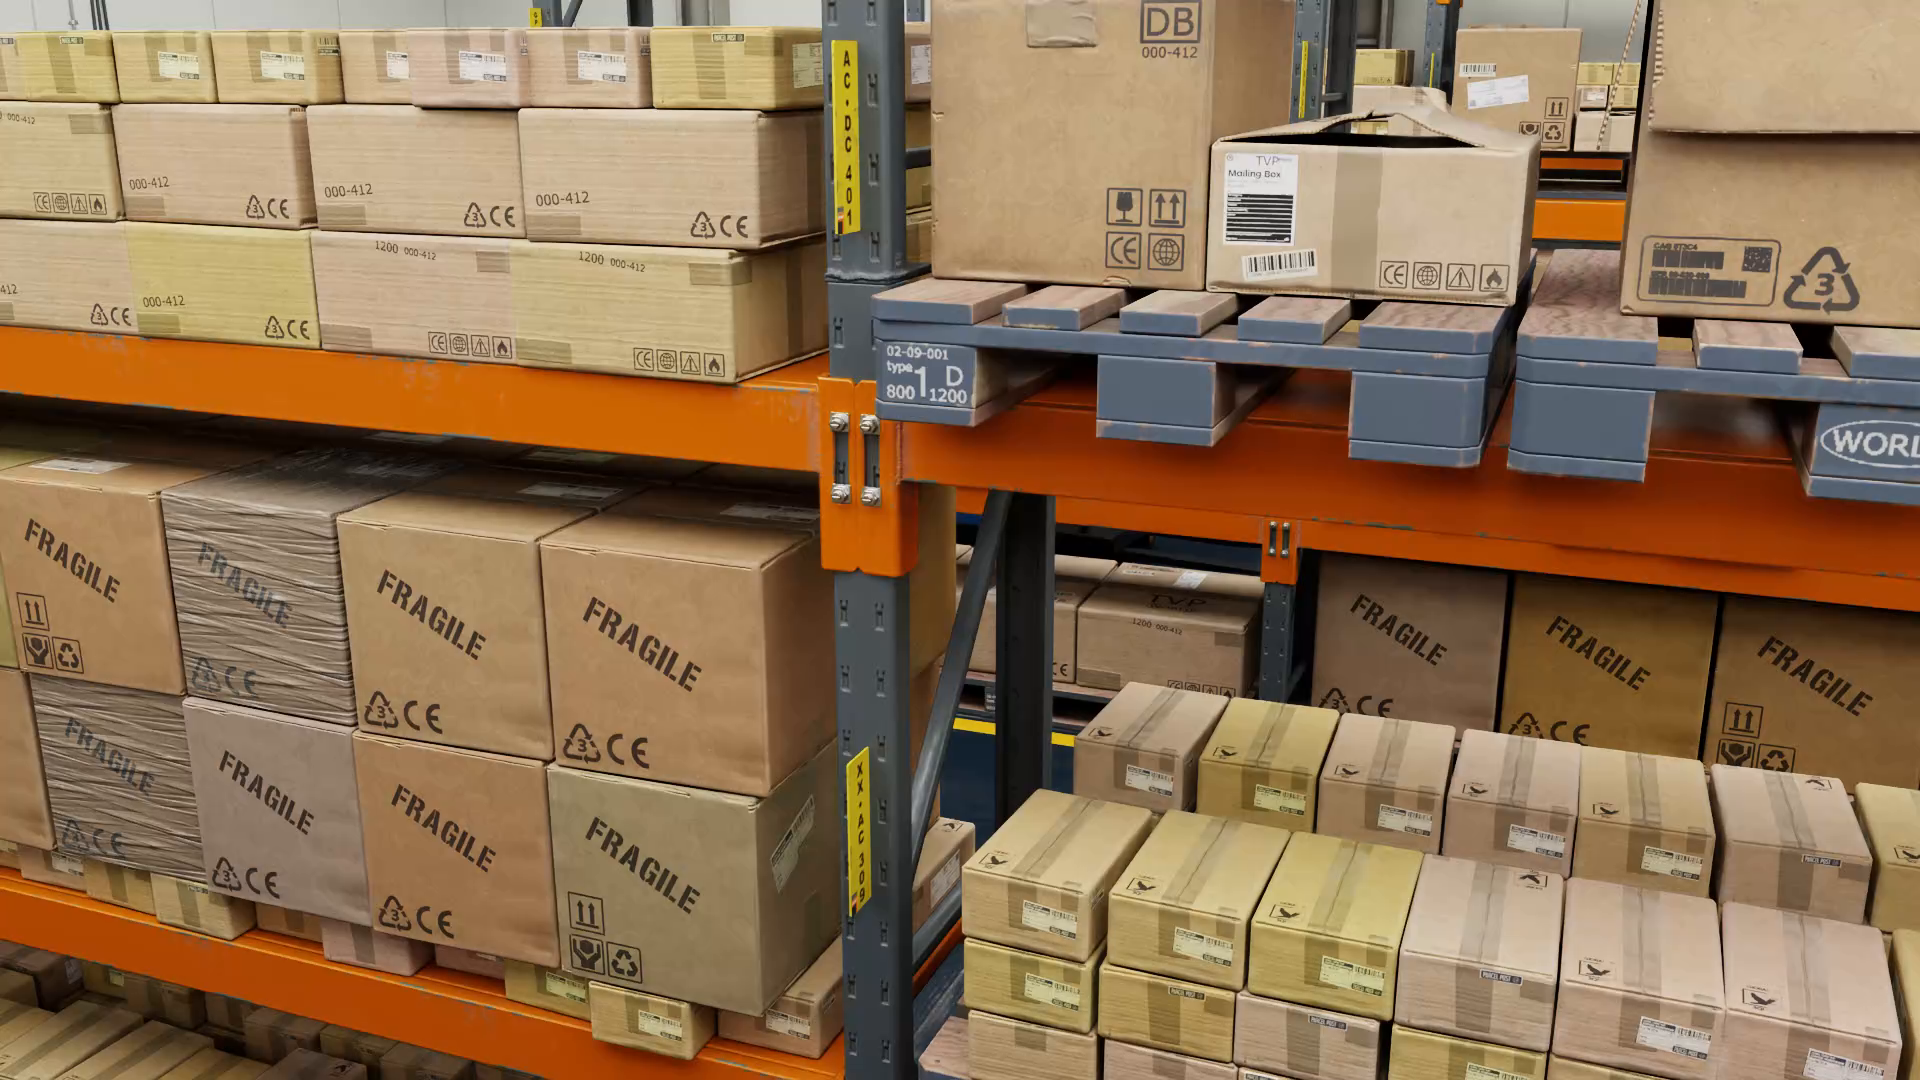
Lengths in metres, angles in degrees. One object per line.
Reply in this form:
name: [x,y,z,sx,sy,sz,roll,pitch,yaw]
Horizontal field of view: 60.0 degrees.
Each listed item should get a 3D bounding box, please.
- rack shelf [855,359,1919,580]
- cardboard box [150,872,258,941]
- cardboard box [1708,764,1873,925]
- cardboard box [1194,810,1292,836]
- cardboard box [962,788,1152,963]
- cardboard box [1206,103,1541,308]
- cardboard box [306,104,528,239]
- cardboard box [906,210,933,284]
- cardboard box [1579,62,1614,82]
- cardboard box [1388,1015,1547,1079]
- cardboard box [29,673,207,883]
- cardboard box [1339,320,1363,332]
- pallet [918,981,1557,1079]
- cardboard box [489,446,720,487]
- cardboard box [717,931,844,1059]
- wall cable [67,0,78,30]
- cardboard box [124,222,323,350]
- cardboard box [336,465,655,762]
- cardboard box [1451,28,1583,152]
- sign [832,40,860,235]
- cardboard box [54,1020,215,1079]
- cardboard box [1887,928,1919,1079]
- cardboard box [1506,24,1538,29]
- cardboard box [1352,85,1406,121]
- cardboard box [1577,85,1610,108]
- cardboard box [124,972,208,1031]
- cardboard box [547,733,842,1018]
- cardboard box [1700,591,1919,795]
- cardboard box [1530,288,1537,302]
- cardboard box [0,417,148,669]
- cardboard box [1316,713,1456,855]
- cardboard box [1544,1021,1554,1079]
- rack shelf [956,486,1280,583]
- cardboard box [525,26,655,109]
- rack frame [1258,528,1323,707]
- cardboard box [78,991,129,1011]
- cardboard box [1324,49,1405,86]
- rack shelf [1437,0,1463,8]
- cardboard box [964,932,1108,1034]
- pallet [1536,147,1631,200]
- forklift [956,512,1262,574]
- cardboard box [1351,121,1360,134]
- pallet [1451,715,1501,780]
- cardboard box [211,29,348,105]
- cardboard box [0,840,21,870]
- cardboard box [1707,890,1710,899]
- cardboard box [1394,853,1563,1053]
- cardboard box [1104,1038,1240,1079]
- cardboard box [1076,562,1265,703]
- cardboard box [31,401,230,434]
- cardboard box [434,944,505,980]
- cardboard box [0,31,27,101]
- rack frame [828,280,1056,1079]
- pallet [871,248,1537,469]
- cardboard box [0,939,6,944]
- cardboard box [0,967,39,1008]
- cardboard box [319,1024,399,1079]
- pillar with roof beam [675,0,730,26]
rack shelf: [1.856,-0.043,2.852,4.000,0.370,1.077,6,17,21]
cardboard box: [-1.837,0.858,4.288,0.250,0.149,0.380,7,17,22]
cardboard box: [1.653,0.604,3.342,0.250,0.149,0.380,5,17,18]
cardboard box: [0.684,0.639,3.755,0.250,0.149,0.380,6,17,21]
cardboard box: [0.193,0.640,3.219,0.250,0.149,0.380,7,18,23]
cardboard box: [0.737,-0.608,2.913,0.500,0.311,0.500,6,17,20]
cardboard box: [-1.007,-0.799,3.537,0.500,0.250,0.500,6,17,18]
cardboard box: [-0.338,-0.637,3.877,0.500,0.250,0.500,7,18,23]
cardboard box: [4.580,-3.374,12.019,0.250,0.149,0.380,7,18,22]
cardboard box: [0.917,0.862,2.989,0.250,0.149,0.380,5,17,18]
cardboard box: [-1.975,0.517,4.300,0.500,0.500,0.500,6,17,19]
cardboard box: [2.022,-0.856,7.768,0.500,0.500,0.500,6,17,21]
pallet: [0.653,1.055,3.503,1.213,0.211,1.003,6,17,21]
cardboard box: [-0.823,0.018,4.226,0.500,0.500,0.500,6,17,19]
cardboard box: [-0.356,0.999,3.802,0.250,0.149,0.380,6,17,20]
wall cable: [-7.120,-4.441,11.330,0.029,3.000,2.355,6,17,21]
cardboard box: [-1.493,-0.607,3.774,0.500,0.250,0.500,6,17,20]
cardboard box: [-1.024,0.147,3.782,0.500,0.500,0.500,6,17,19]
cardboard box: [2.431,-1.972,7.273,0.500,0.500,0.500,6,17,20]
sign: [-0.197,-0.700,2.897,0.005,0.325,0.100,6,17,21]
cardboard box: [-2.359,1.552,4.740,0.250,0.149,0.380,7,18,23]
cardboard box: [1.648,0.799,2.672,0.250,0.149,0.380,7,18,22]
cardboard box: [4.103,-3.614,12.104,0.258,0.266,0.396,6,17,21]
cardboard box: [2.995,-3.230,12.276,0.500,0.250,0.500,6,17,21]
cardboard box: [4.371,-3.087,11.563,0.250,0.149,0.380,7,17,21]
cardboard box: [-2.422,1.385,5.315,0.250,0.149,0.380,6,17,18]
cardboard box: [-0.558,0.680,3.738,0.500,0.500,0.500,6,17,21]
cardboard box: [3.998,0.596,7.797,0.875,0.875,0.875,7,17,21]
cardboard box: [2.709,-0.944,8.071,0.500,0.500,0.500,7,17,22]
cardboard box: [-2.458,-0.009,4.319,0.500,0.500,0.500,6,17,19]
cardboard box: [0.930,0.525,3.615,0.250,0.149,0.380,6,17,19]
cardboard box: [1.154,1.031,2.939,0.250,0.149,0.380,5,17,18]
rack shelf: [-0.143,-0.306,9.138,4.000,0.370,1.077,6,17,21]
cardboard box: [-0.646,-0.938,3.303,0.250,0.149,0.380,7,18,22]
rack frame: [1.718,-0.447,8.333,0.127,3.000,1.000,6,17,21]
cardboard box: [-2.646,1.495,5.469,0.250,0.149,0.380,6,17,18]
cardboard box: [2.978,-3.475,12.223,0.500,0.250,0.500,6,17,21]
rack shelf: [5.396,-3.874,11.384,4.000,0.370,1.077,6,17,21]
cardboard box: [0.193,0.783,3.260,0.250,0.149,0.380,7,17,22]
pallet: [2.589,-1.715,7.662,1.217,0.209,0.805,6,17,18]
forklift: [0.825,-1.267,11.279,3.031,2.935,1.130,9,18,27]
cardboard box: [2.866,-3.041,12.337,0.250,0.149,0.380,6,17,21]
pallet: [2.463,0.952,8.517,1.213,0.211,1.003,6,17,21]
cardboard box: [-1.369,-1.018,3.579,0.250,0.149,0.380,6,17,18]
cardboard box: [-2.527,0.759,4.631,0.250,0.149,0.380,6,17,20]
cardboard box: [1.411,0.719,3.479,0.250,0.149,0.380,5,17,18]
cardboard box: [0.924,0.720,2.943,0.250,0.149,0.380,6,17,20]
cardboard box: [0.453,0.953,3.209,0.250,0.149,0.380,7,17,22]
cardboard box: [1.173,0.490,8.949,0.875,0.438,0.875,6,17,20]
cardboard box: [-2.250,-0.148,4.797,0.500,0.500,0.500,7,18,23]
cardboard box: [-1.077,0.914,4.095,0.250,0.149,0.380,6,17,19]
cardboard box: [-2.074,-1.103,3.871,0.250,0.149,0.380,7,18,23]
rack frame: [-0.005,0.847,3.875,0.127,3.000,1.000,6,17,21]
pallet: [0.531,-0.412,3.170,1.003,0.211,1.213,6,17,21]
cardboard box: [-3.140,1.308,5.580,0.250,0.149,0.380,6,17,21]
cardboard box: [-3.062,1.458,5.063,0.250,0.149,0.380,7,17,22]
cardboard box: [-1.693,1.473,5.011,0.250,0.149,0.380,6,17,21]
pillar with roof beam: [-3.943,-4.418,11.251,0.400,9.000,9.100,6,17,21]
